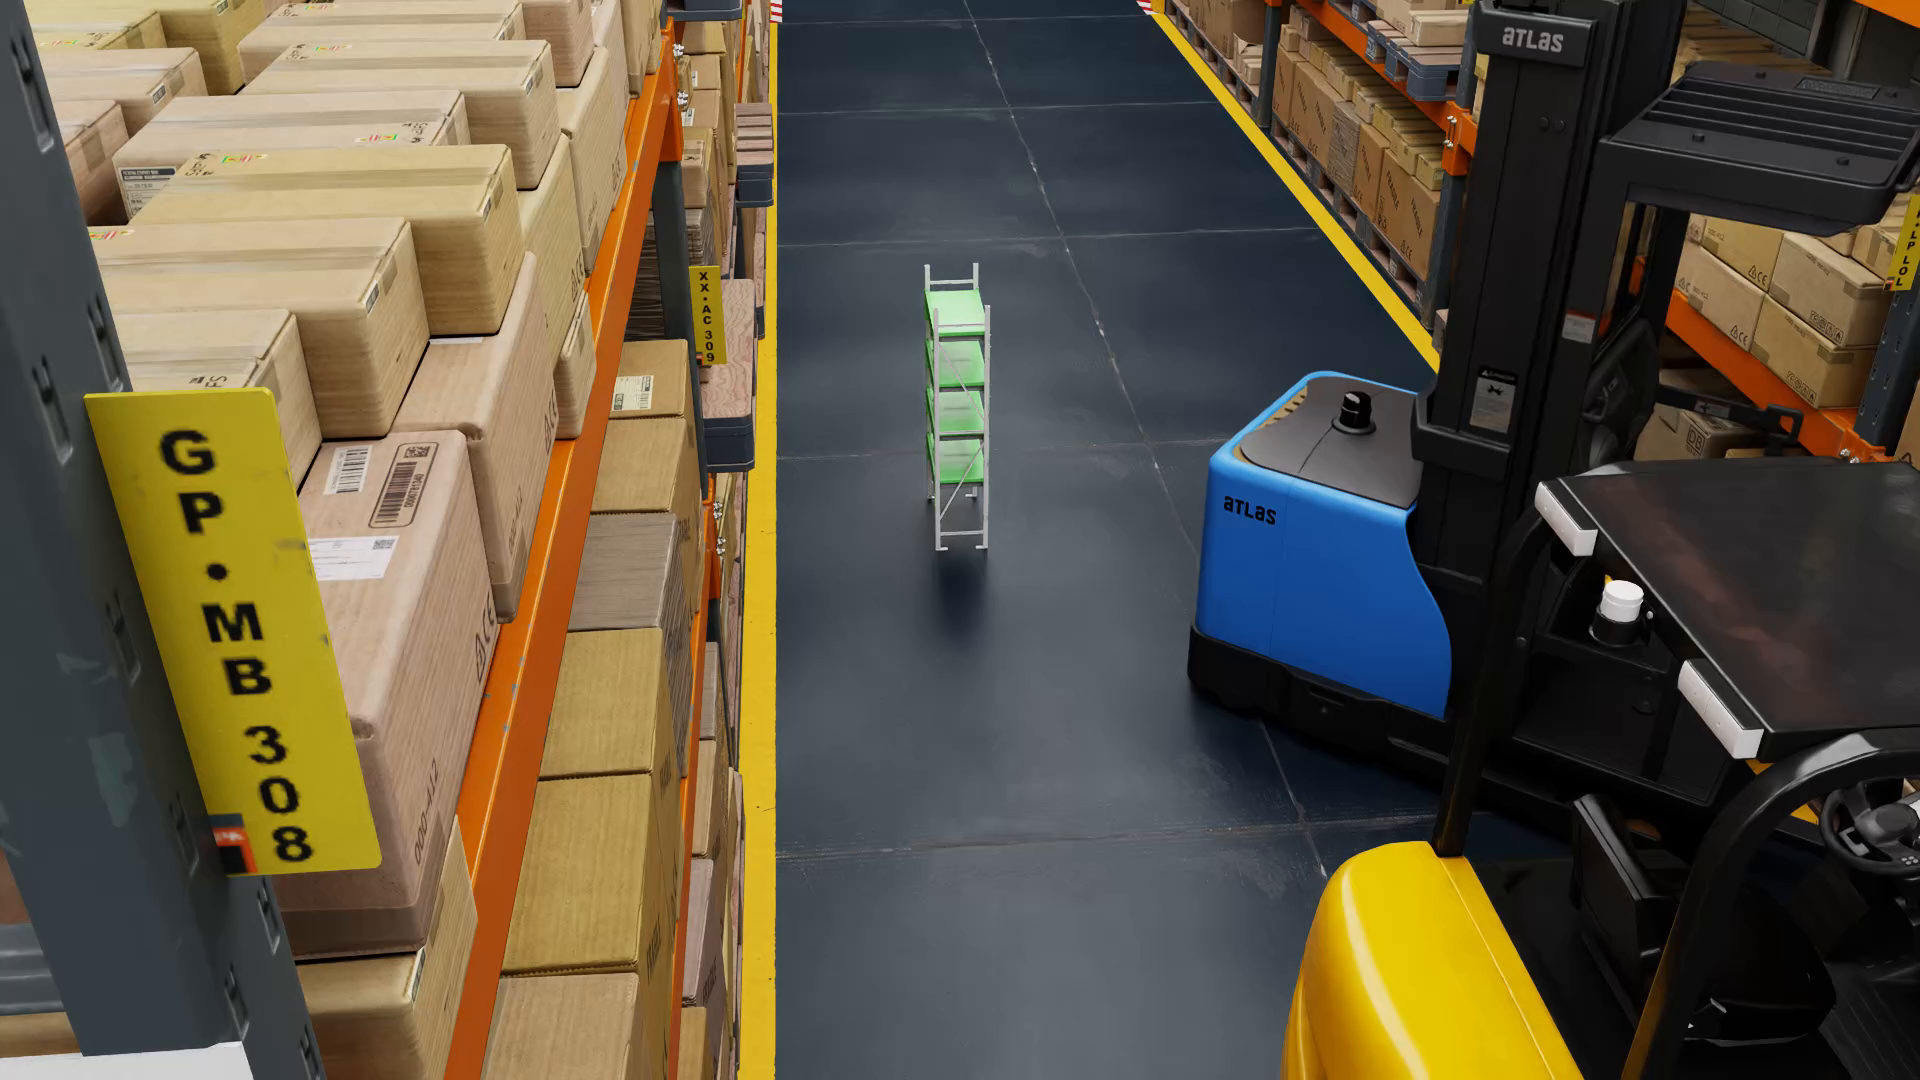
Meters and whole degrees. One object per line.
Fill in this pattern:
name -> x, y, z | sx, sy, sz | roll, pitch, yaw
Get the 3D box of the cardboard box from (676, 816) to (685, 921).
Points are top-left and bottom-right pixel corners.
cardboard box -> -0.835, 0.748, 3.817 | 0.380, 0.149, 0.250 | -2, 31, -4

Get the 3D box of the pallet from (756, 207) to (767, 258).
pallet -> -1.804, -2.162, 11.164 | 1.003, 0.211, 1.213 | -3, 31, -5

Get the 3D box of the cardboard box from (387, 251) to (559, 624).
cardboard box -> -0.766, -0.125, 1.966 | 0.500, 0.250, 0.500 | -3, 31, -5

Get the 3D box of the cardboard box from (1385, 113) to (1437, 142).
cardboard box -> 2.932, -2.608, 10.587 | 0.380, 0.149, 0.250 | -2, 31, -3

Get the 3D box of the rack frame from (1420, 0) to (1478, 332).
rack frame -> 3.247, -2.571, 9.130 | 1.000, 3.000, 0.127 | -3, 31, -5

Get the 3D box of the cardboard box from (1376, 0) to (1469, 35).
cardboard box -> 2.826, -3.210, 9.936 | 0.500, 0.250, 0.500 | -4, 31, -7

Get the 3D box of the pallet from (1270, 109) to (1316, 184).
pallet -> 2.987, -3.003, 12.572 | 1.003, 0.211, 1.213 | -3, 31, -5

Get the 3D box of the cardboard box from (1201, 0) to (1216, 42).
cardboard box -> 2.453, -4.733, 14.777 | 0.500, 0.500, 0.500 | -2, 31, -4

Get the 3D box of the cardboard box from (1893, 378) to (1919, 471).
cardboard box -> 3.402, -0.333, 5.285 | 0.500, 0.500, 0.500 | -4, 31, -6

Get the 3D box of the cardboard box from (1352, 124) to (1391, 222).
cardboard box -> 2.906, -2.407, 10.883 | 0.500, 0.500, 0.500 | -1, 31, -2

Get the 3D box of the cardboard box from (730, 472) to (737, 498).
cardboard box -> -1.510, -0.331, 7.532 | 0.950, 0.372, 0.625 | -2, 31, -3

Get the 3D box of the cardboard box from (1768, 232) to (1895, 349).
cardboard box -> 3.320, -0.918, 6.020 | 0.500, 0.250, 0.500 | -3, 31, -6

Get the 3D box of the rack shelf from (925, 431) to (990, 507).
rack shelf -> -0.015, -0.339, 7.740 | 0.258, 0.148, 0.480 | -3, 31, -5

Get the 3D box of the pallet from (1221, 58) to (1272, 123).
pallet -> 2.810, -3.767, 13.851 | 1.003, 0.211, 1.213 | -3, 31, -5

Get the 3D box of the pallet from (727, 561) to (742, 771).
pallet -> -1.395, 0.510, 6.690 | 1.003, 0.211, 1.213 | -3, 31, -5

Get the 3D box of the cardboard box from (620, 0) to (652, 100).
cardboard box -> -0.964, -1.170, 3.715 | 0.500, 0.250, 0.500 | -3, 31, -5

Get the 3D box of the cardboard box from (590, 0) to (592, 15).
cardboard box -> -0.886, -1.001, 3.043 | 0.380, 0.149, 0.250 | -2, 31, -4

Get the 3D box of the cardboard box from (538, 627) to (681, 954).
cardboard box -> -0.871, 0.543, 3.528 | 0.500, 0.500, 0.500 | -3, 31, -6

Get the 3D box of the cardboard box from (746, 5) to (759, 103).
cardboard box -> -1.931, -3.329, 12.061 | 0.875, 0.875, 0.875 | -2, 31, -3

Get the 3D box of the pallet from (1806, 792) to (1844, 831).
pallet -> 3.653, 1.076, 5.743 | 1.003, 0.211, 1.213 | -3, 31, -5

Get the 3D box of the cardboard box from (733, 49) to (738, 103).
cardboard box -> -1.490, -2.529, 9.205 | 0.500, 0.250, 0.500 | -3, 31, -5

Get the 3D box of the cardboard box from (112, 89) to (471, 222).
cardboard box -> -0.846, -0.473, 2.159 | 0.380, 0.149, 0.250 | -3, 31, -5

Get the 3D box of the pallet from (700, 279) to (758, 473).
pallet -> -1.248, -0.604, 6.024 | 1.003, 0.211, 1.213 | -3, 31, -5

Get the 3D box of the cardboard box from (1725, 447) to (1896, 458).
cardboard box -> 3.561, 0.044, 6.657 | 0.875, 0.625, 0.625 | -1, 31, -2

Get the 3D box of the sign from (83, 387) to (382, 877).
sign -> -0.407, 0.064, 0.941 | 0.100, 0.325, 0.005 | -3, 31, -5

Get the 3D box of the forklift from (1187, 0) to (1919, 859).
forklift -> 2.419, -0.423, 5.600 | 3.031, 2.935, 1.130 | 19, 36, 29

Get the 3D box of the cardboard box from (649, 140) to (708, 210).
cardboard box -> -1.013, -1.176, 5.364 | 0.380, 0.149, 0.250 | -3, 31, -5

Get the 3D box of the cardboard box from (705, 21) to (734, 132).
cardboard box -> -1.316, -2.200, 7.712 | 0.500, 0.500, 0.500 | -3, 31, -5

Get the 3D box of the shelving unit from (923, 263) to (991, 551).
shelving unit -> -0.015, -0.600, 7.584 | 0.258, 1.200, 0.503 | -3, 31, -5

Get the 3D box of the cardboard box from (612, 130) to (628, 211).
cardboard box -> -0.906, -0.797, 3.479 | 0.380, 0.149, 0.250 | -2, 31, -3

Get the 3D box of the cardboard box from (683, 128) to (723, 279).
cardboard box -> -1.127, -1.149, 5.952 | 0.500, 0.500, 0.500 | -3, 31, -4

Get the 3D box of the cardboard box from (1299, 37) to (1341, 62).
cardboard box -> 2.745, -3.666, 12.357 | 0.380, 0.149, 0.250 | -4, 31, -6

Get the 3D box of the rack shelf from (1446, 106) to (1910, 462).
rack shelf -> 3.434, -1.241, 7.605 | 1.077, 0.370, 4.000 | -3, 31, -5

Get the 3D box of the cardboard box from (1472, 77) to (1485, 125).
cardboard box -> 3.045, -2.269, 8.769 | 0.500, 0.250, 0.500 | -3, 31, -4

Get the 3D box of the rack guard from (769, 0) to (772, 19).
rack guard -> -2.444, -5.355, 16.228 | 1.175, 0.500, 0.348 | -3, 31, -5

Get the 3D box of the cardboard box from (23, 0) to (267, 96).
cardboard box -> -1.389, -0.846, 2.783 | 0.380, 0.149, 0.250 | -2, 31, -4

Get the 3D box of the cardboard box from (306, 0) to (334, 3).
cardboard box -> -1.461, -0.884, 3.235 | 0.500, 0.250, 0.500 | -2, 31, -4

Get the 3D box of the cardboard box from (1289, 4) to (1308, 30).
cardboard box -> 2.702, -3.934, 12.516 | 0.380, 0.149, 0.250 | -3, 31, -5

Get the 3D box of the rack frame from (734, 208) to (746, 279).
rack frame -> -1.695, -2.332, 8.729 | 1.000, 3.000, 0.127 | -3, 31, -5

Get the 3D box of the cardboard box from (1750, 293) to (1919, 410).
cardboard box -> 3.313, -0.710, 6.159 | 0.500, 0.250, 0.500 | -2, 31, -3

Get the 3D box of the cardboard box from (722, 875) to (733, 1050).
cardboard box -> -0.938, 1.271, 4.969 | 0.500, 0.250, 0.500 | -4, 31, -6

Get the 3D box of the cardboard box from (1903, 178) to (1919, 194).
cardboard box -> 3.355, -1.273, 6.226 | 0.380, 0.149, 0.250 | -3, 31, -5

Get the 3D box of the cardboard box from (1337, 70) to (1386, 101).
cardboard box -> 2.826, -3.140, 11.477 | 0.380, 0.149, 0.250 | -2, 31, -3

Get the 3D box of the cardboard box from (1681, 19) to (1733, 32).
cardboard box -> 3.578, -2.473, 8.235 | 0.380, 0.149, 0.250 | -3, 31, -5

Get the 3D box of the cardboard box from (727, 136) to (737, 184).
cardboard box -> -1.209, -1.719, 7.539 | 0.380, 0.149, 0.250 | -2, 31, -4

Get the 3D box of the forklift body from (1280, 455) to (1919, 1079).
forklift body -> 2.001, 0.997, 3.984 | 2.313, 2.155, 1.214 | -3, 31, -5

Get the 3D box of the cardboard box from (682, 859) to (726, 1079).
cardboard box -> -0.900, 1.198, 4.360 | 0.500, 0.500, 0.500 | -1, 31, -2

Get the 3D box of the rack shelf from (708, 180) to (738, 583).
rack shelf -> -1.508, -1.002, 7.203 | 1.077, 0.370, 4.000 | -3, 31, -5

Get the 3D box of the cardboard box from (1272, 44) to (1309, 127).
cardboard box -> 2.694, -3.463, 12.651 | 0.500, 0.500, 0.500 | -1, 31, -2
